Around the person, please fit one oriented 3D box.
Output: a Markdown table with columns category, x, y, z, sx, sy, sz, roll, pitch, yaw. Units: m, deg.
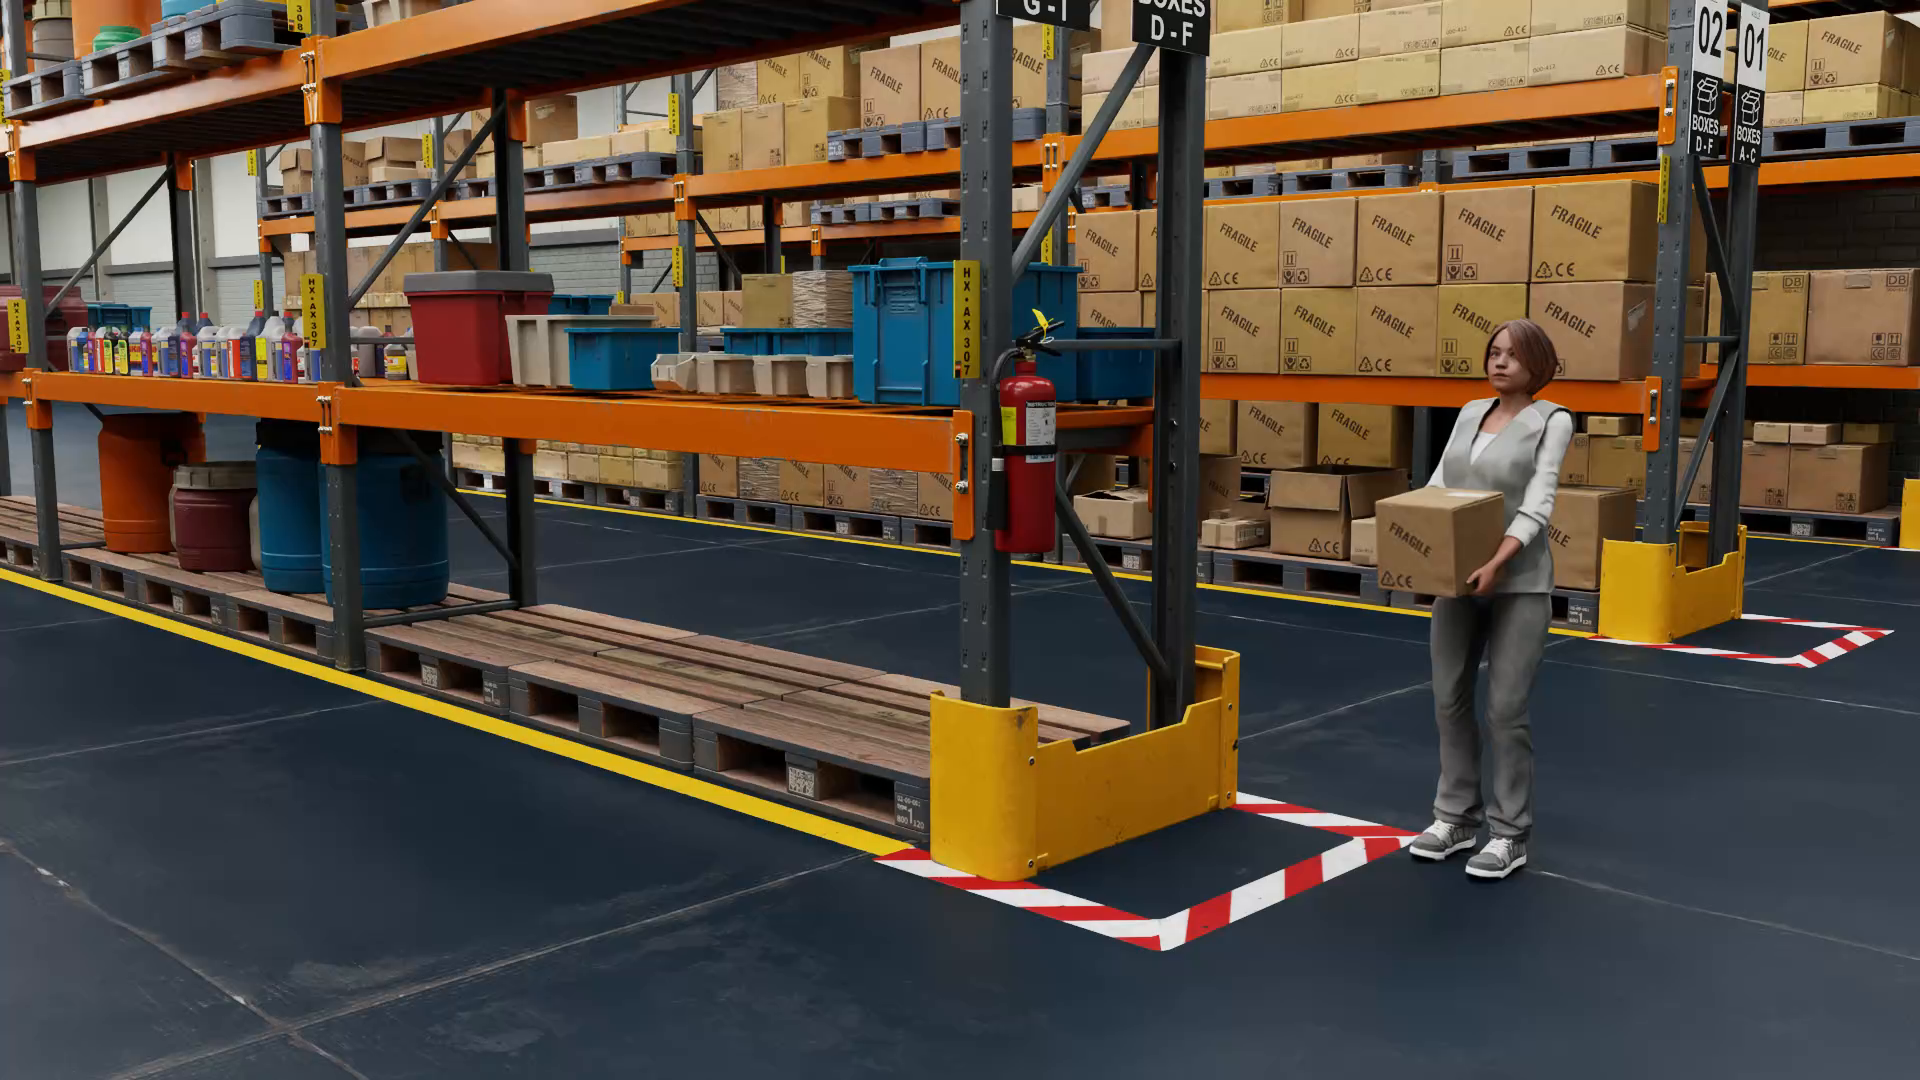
| category | x | y | z | sx | sy | sz | roll | pitch | yaw |
| --- | --- | --- | --- | --- | --- | --- | --- | --- | --- |
| person | 1.480 | 0.164 | 4.762 | 0.497 | 1.588 | 0.407 | -6 | 9 | -39 |
